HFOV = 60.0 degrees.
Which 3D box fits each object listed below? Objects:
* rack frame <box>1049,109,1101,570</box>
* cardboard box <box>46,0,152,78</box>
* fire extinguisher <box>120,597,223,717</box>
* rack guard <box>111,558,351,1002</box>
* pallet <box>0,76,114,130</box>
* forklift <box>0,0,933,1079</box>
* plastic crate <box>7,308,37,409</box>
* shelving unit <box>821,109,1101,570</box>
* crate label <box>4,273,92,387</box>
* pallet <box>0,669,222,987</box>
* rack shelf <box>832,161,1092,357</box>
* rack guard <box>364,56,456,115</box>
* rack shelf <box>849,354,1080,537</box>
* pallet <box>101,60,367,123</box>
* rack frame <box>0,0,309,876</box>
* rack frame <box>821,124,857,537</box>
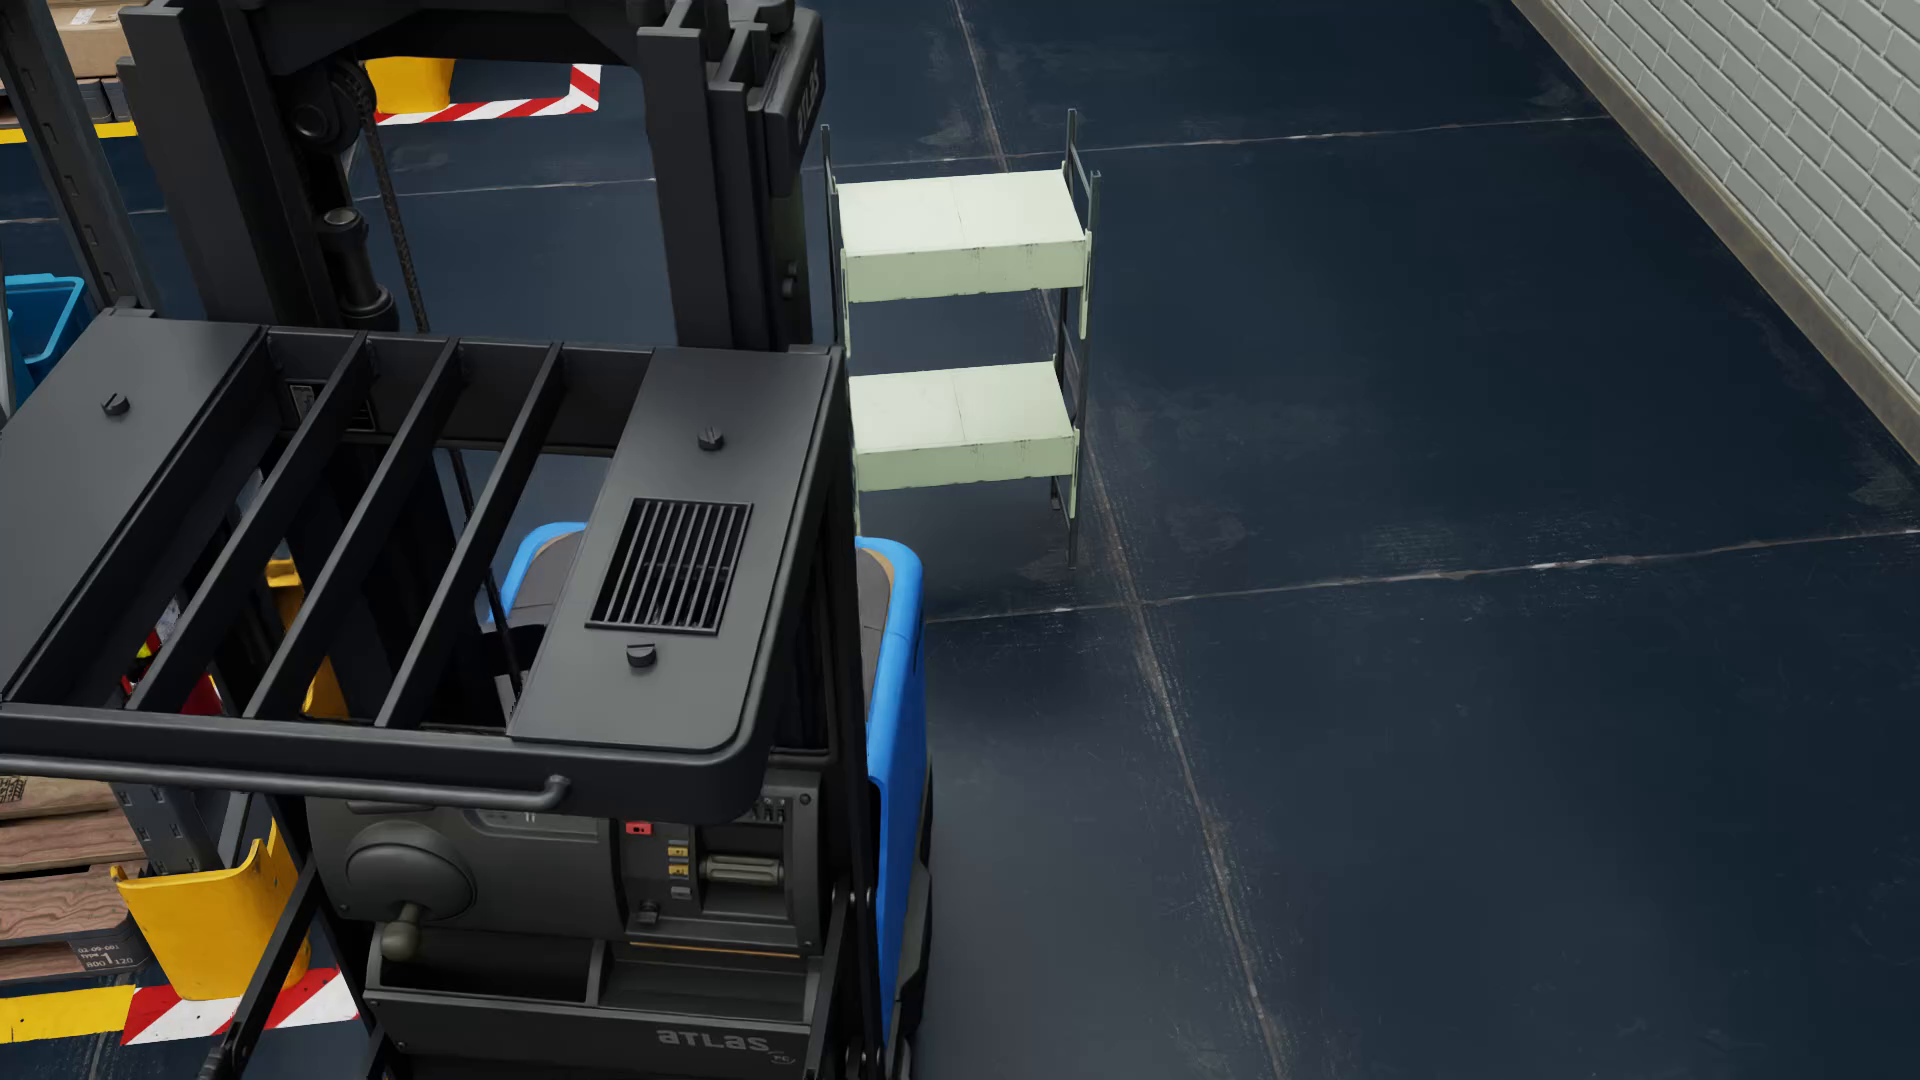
[{"bbox_3d":[0.356,-0.588,5.282,0.023,1.500,0.400,-5,42,-6],"label":"rack frame"},{"bbox_3d":[-4.106,-2.440,7.940,0.500,0.250,0.500,-5,42,-6],"label":"cardboard box"},{"bbox_3d":[-1.806,0.175,3.653,0.183,0.674,0.296,-5,42,-6],"label":"fire extinguisher"},{"bbox_3d":[-1.992,0.636,4.671,0.348,0.500,1.175,-5,42,-6],"label":"rack guard"},{"bbox_3d":[-4.726,-2.355,8.204,1.213,0.211,1.003,-5,42,-6],"label":"pallet"},{"bbox_3d":[-0.729,0.662,2.828,1.130,2.935,3.031,3,42,4],"label":"forklift"},{"bbox_3d":[-2.322,-0.163,3.620,0.499,0.435,0.616,-5,42,-6],"label":"plastic crate"},{"bbox_3d":[-0.007,-0.556,5.247,0.755,1.500,0.431,-5,42,-6],"label":"shelving unit"},{"bbox_3d":[-2.302,-0.438,4.077,0.303,0.233,0.416,-5,42,-6],"label":"crate label"},{"bbox_3d":[-2.837,0.800,4.705,1.213,0.211,1.003,-5,42,-6],"label":"pallet"},{"bbox_3d":[-0.007,-0.846,4.986,0.720,0.370,0.431,-5,42,-6],"label":"rack shelf"},{"bbox_3d":[-2.728,-2.636,8.299,0.348,0.500,1.175,-5,42,-6],"label":"rack guard"},{"bbox_3d":[-0.007,-0.314,5.465,0.720,0.370,0.431,-5,42,-6],"label":"rack shelf"},{"bbox_3d":[-3.518,-2.459,8.319,1.213,0.211,1.003,-5,42,-6],"label":"pallet"},{"bbox_3d":[-2.014,-0.281,3.822,0.127,3.000,1.000,-5,42,-6],"label":"rack frame"},{"bbox_3d":[-0.370,-0.525,5.212,0.023,1.500,0.400,-5,42,-6],"label":"rack frame"}]
